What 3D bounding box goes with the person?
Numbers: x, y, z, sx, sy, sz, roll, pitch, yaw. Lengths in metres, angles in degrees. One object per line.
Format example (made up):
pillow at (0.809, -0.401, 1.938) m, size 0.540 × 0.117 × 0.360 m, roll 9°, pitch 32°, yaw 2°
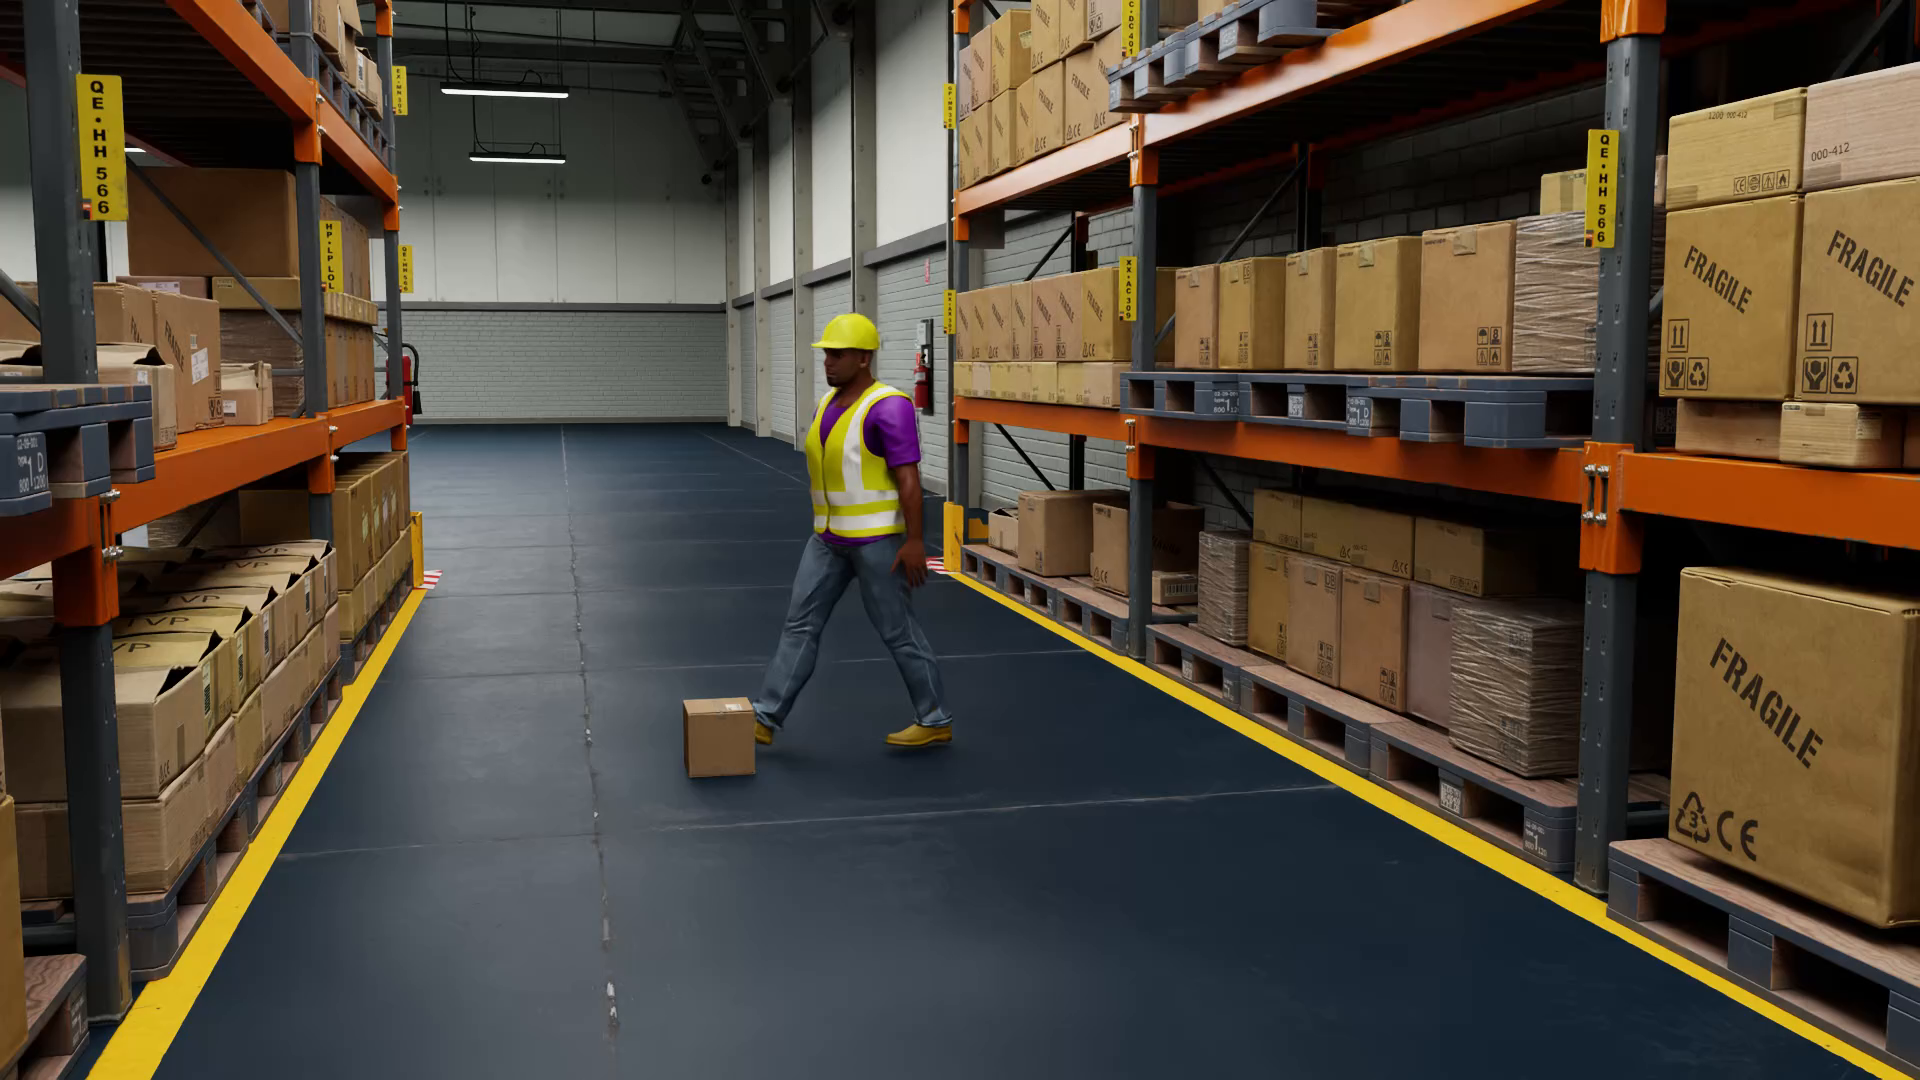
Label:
person at (-0.502, -0.022, 6.545) m, size 0.959 × 1.717 × 0.640 m, roll -5°, pitch 8°, yaw -37°
